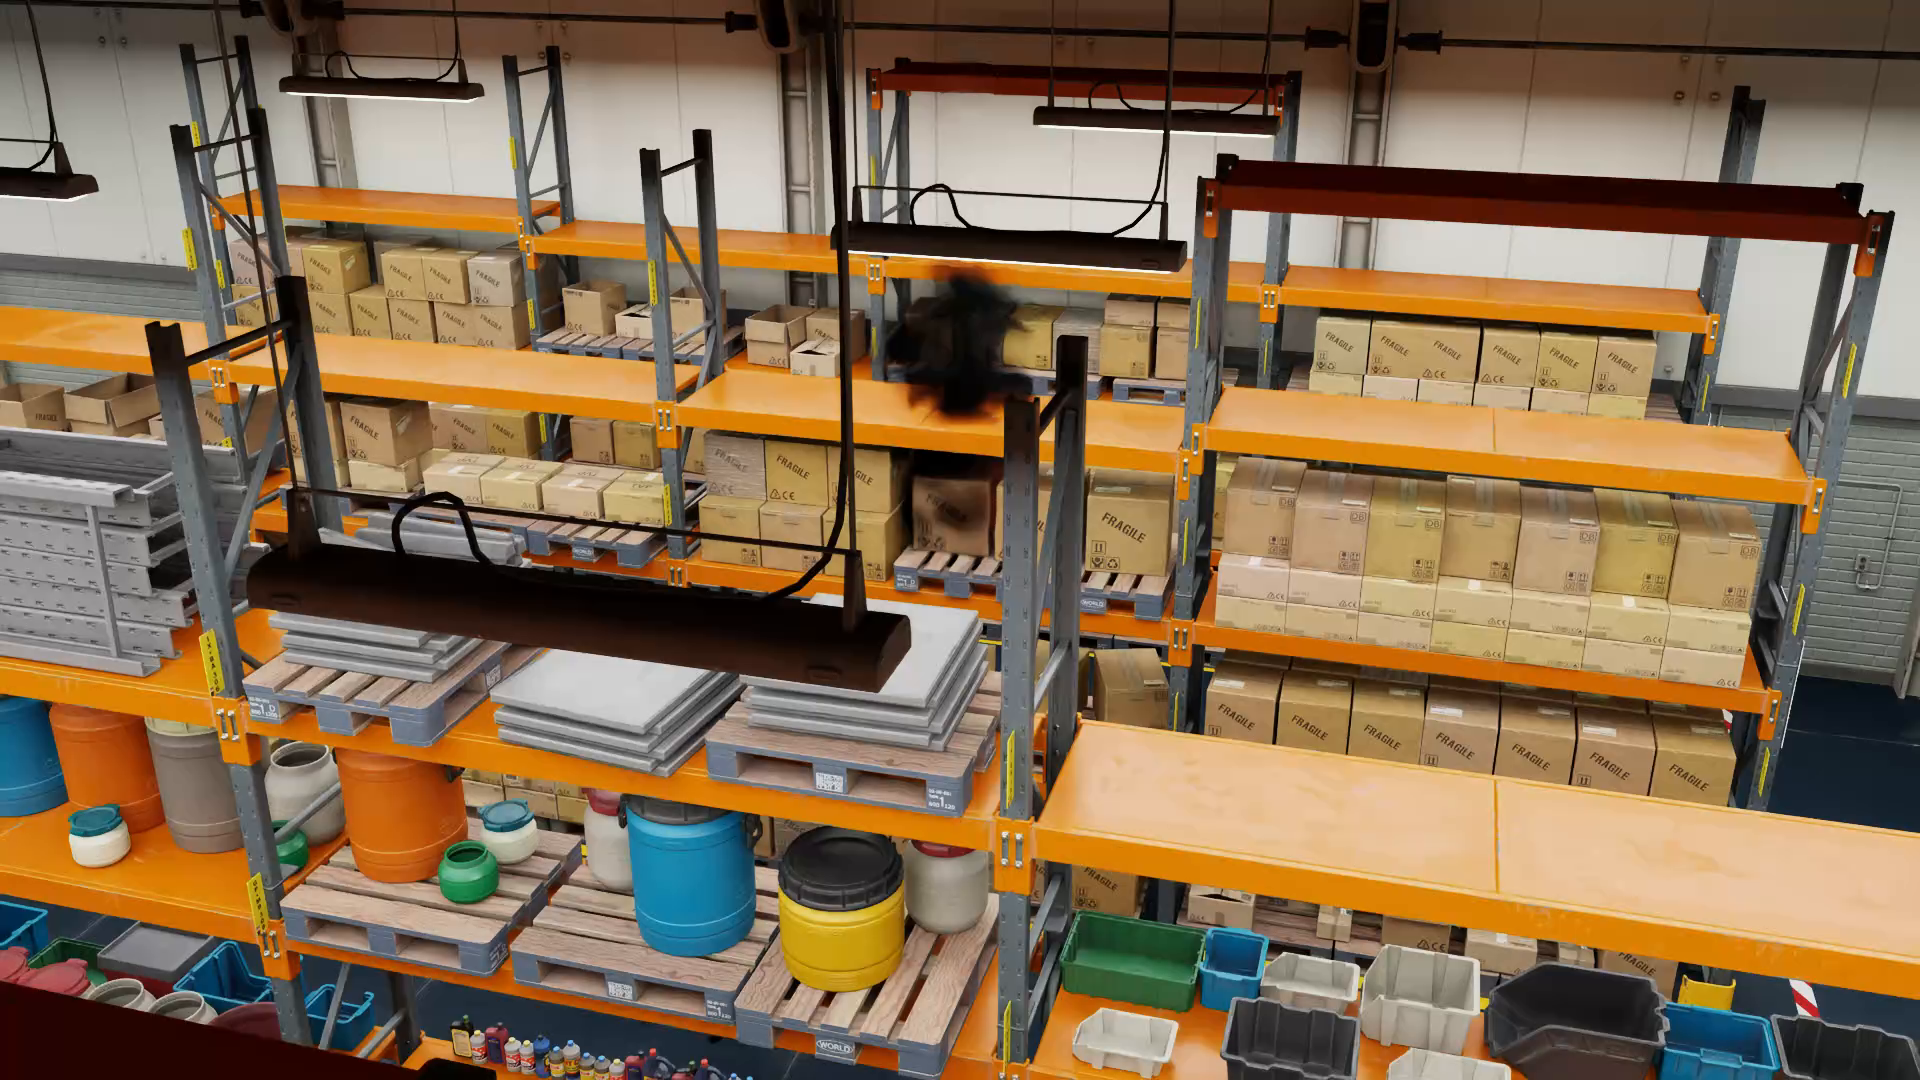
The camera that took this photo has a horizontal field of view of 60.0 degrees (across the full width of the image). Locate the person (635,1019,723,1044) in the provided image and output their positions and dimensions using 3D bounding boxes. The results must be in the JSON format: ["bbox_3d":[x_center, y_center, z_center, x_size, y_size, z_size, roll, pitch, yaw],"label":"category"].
[{"bbox_3d":[-1.924,2.666,11.404,0.796,1.720,0.670,4,23,9],"label":"person"}]
